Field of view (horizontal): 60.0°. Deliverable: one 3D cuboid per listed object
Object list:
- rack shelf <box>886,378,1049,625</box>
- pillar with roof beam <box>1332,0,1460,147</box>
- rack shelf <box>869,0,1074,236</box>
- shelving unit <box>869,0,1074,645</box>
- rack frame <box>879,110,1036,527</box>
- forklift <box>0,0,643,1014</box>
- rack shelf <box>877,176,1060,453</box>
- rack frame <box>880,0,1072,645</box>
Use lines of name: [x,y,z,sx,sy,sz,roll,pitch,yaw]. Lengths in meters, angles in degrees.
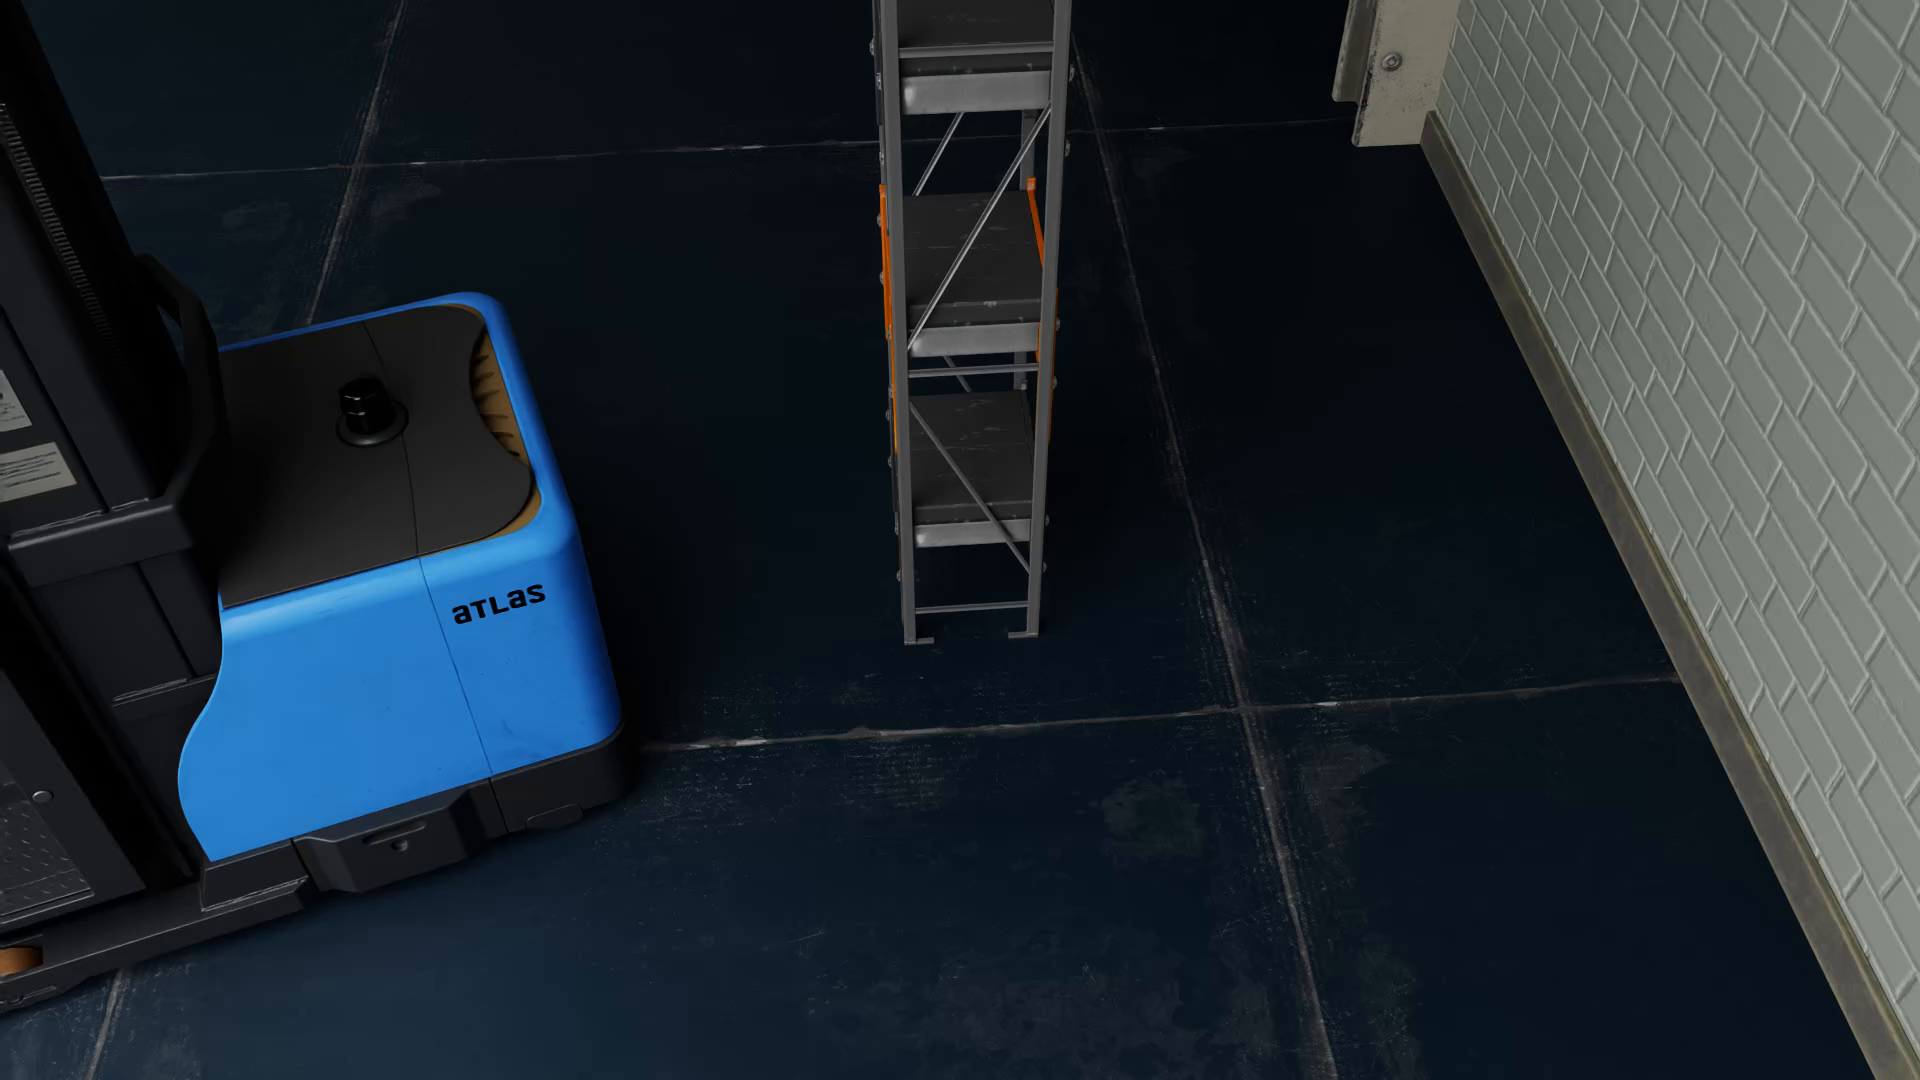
rack shelf: [0.014,-0.112,4.892,0.431,0.518,0.480,-3,47,-3]
pillar with roof beam: [-2.548,-4.586,3.395,9.100,9.000,0.400,-3,47,-3]
rack shelf: [0.014,-1.074,3.876,0.431,0.518,0.480,-3,47,-3]
shelving unit: [0.014,-0.602,4.374,0.431,2.100,0.503,-3,47,-3]
rack frame: [-0.007,-0.779,4.541,0.400,2.100,0.015,-3,47,-3]
forklift: [-2.438,-0.229,3.448,3.031,2.935,1.130,-16,49,-15]
rack shelf: [0.014,-0.593,4.384,0.431,0.518,0.480,-3,47,-3]
rack frame: [0.034,-0.426,4.207,0.400,2.100,0.015,-3,47,-3]
